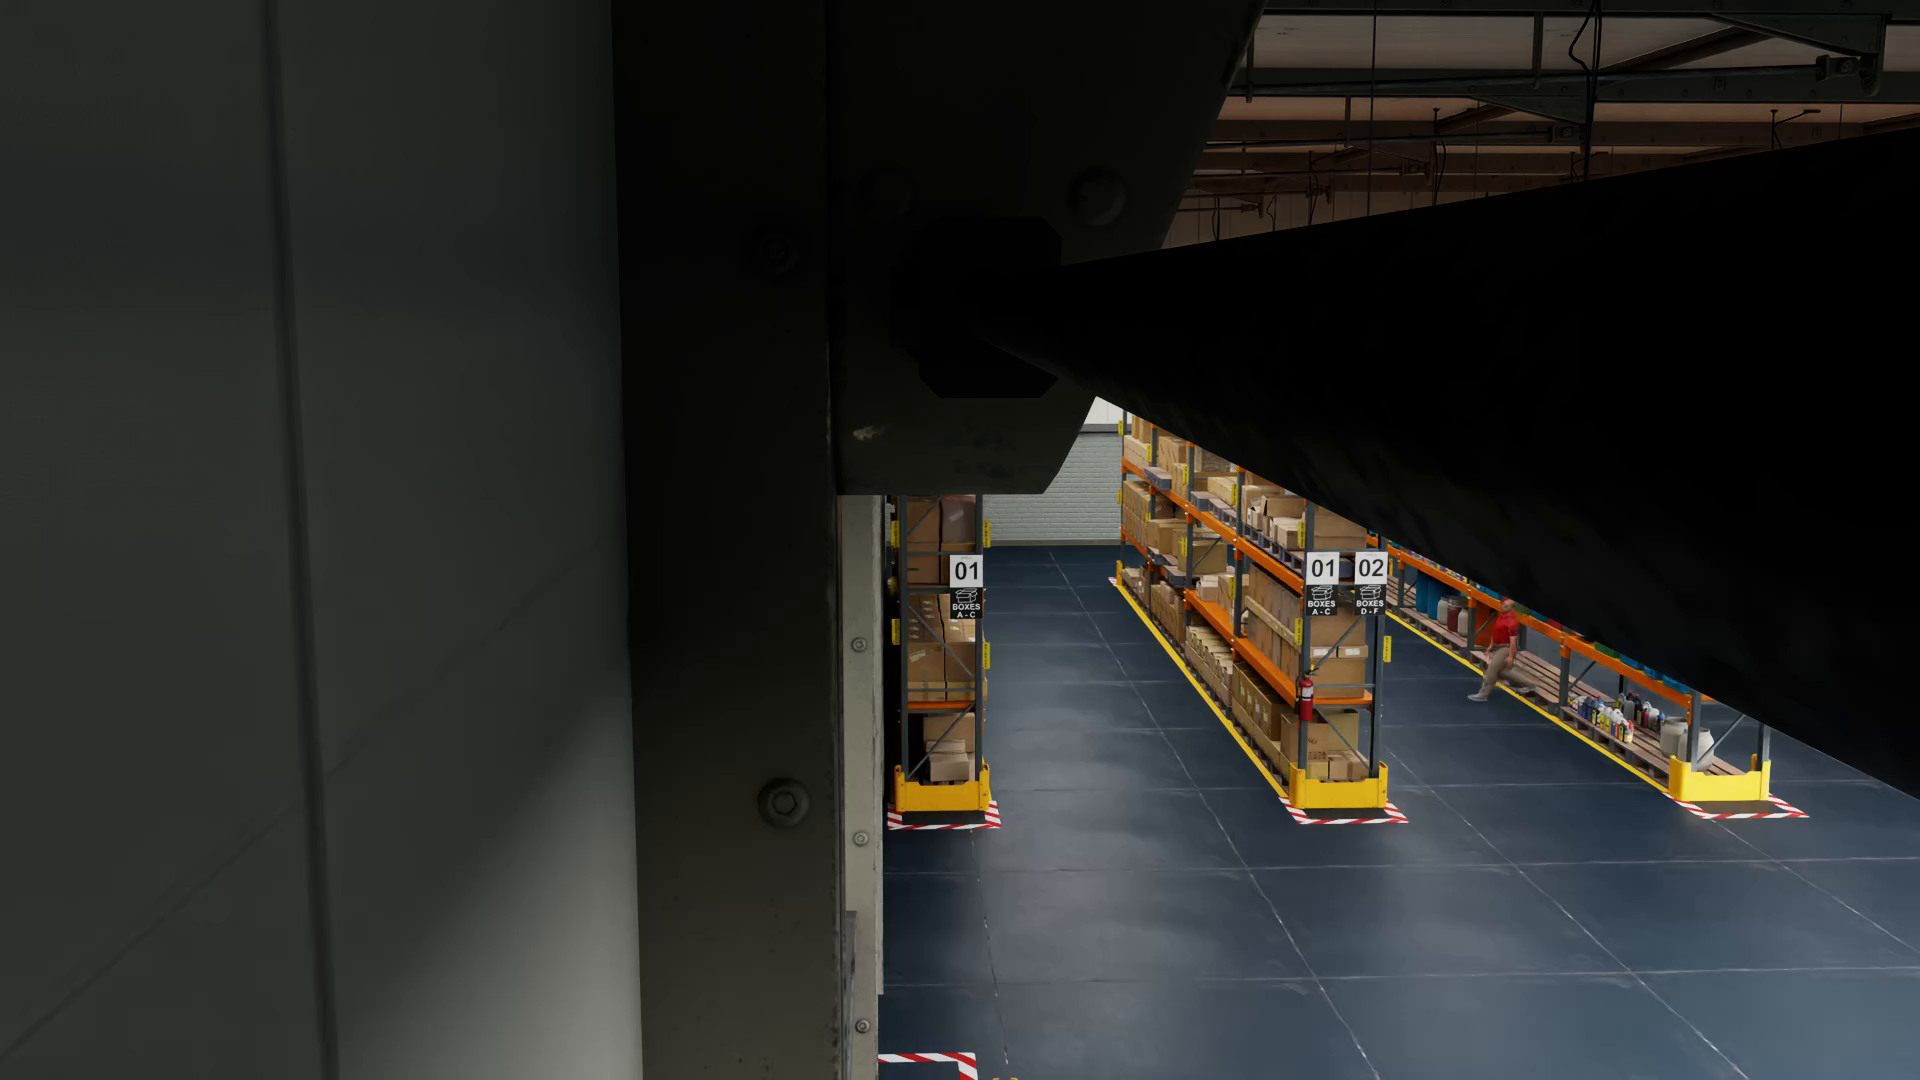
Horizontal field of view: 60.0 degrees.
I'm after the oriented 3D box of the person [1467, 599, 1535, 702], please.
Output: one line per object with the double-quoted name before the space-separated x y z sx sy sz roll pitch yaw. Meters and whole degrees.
"person" 8.439 1.720 25.751 1.068 1.664 0.522 1 8 8
